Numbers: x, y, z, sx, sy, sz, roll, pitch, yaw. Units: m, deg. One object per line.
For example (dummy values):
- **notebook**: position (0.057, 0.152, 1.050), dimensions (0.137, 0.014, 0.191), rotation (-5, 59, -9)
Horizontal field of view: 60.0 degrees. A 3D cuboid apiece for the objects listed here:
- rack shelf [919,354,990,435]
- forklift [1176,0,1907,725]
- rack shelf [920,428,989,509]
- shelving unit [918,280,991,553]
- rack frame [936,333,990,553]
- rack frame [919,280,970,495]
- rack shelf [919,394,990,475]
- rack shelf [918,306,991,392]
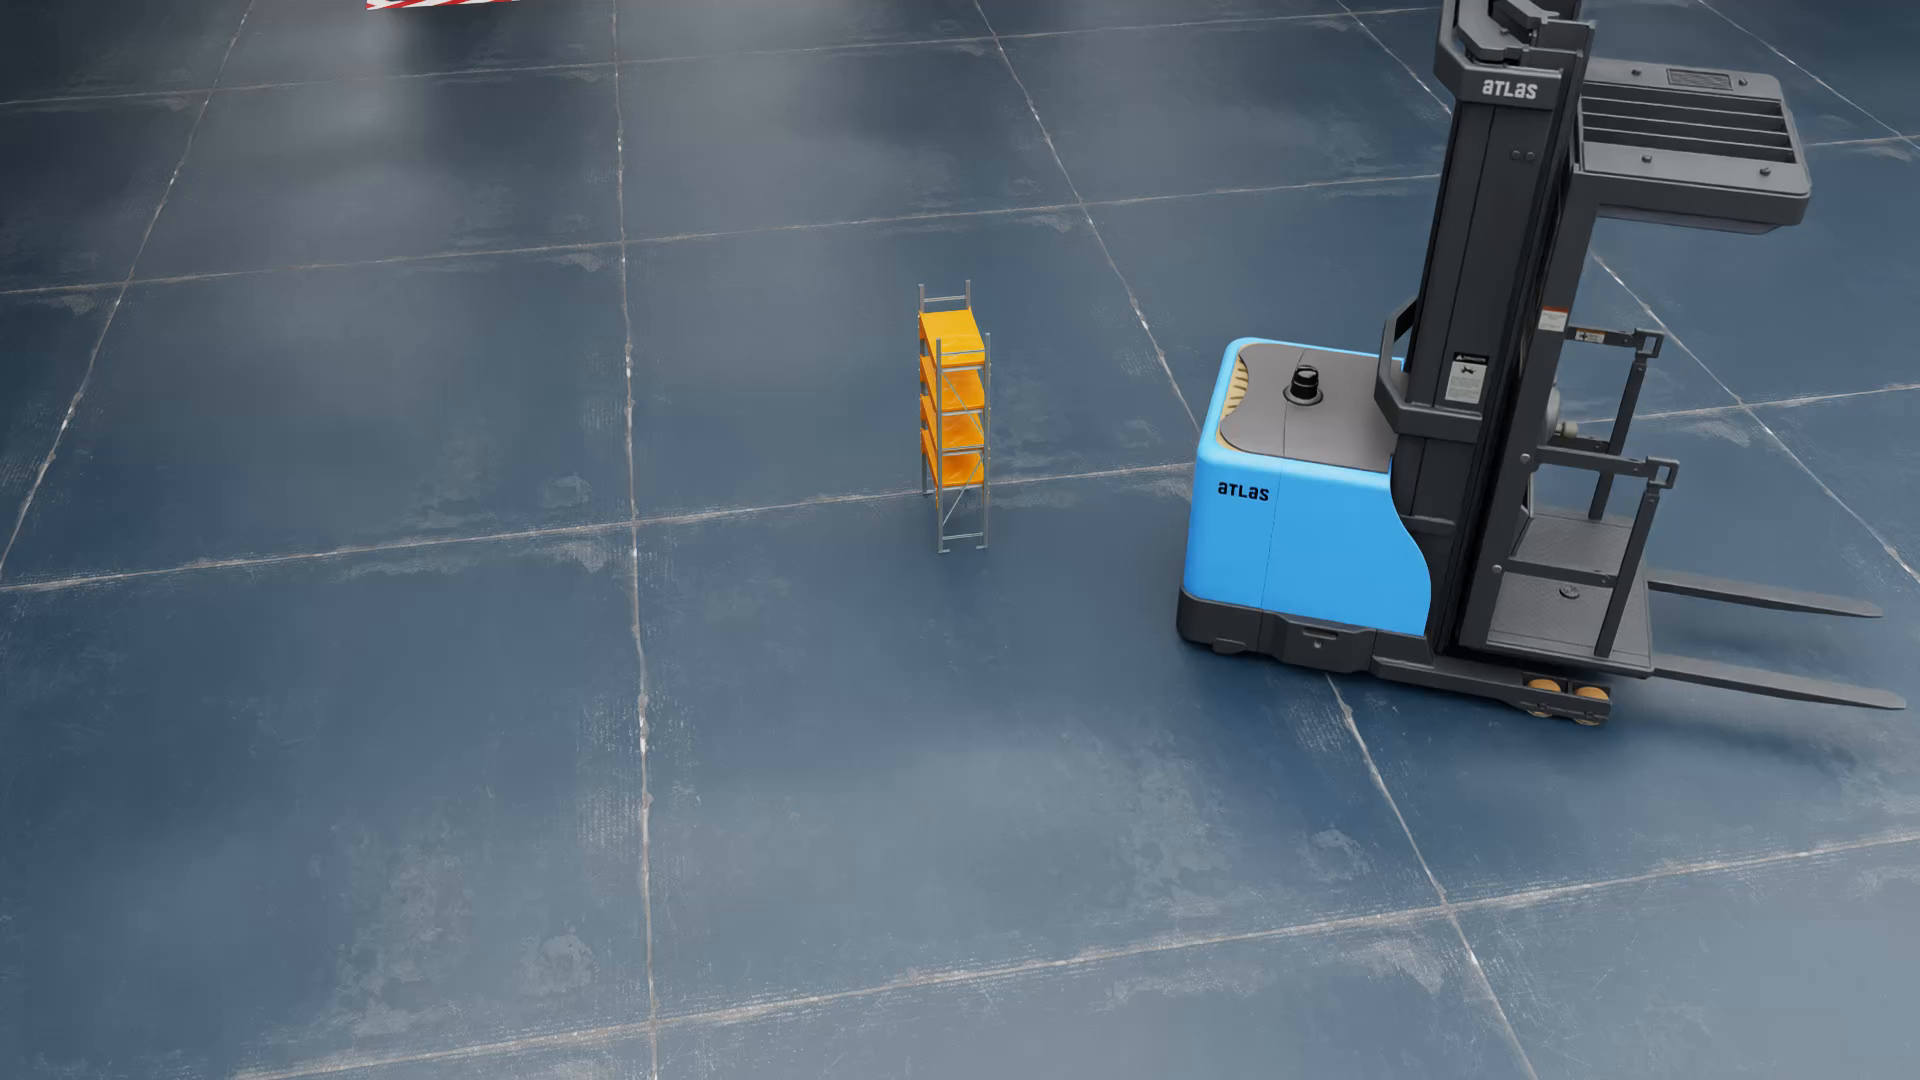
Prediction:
- **rack shelf**: position (-0.029, -0.697, 7.815), dimensions (0.258, 0.148, 0.480), rotation (-6, 38, -8)
- **forklift**: position (2.553, -0.728, 6.698), dimensions (3.031, 2.935, 1.130), rotation (10, 39, 12)
- **rack shelf**: position (-0.029, -0.364, 8.074), dimensions (0.258, 0.148, 0.480), rotation (-6, 38, -8)
- **shelving unit**: position (-0.029, -0.574, 7.911), dimensions (0.258, 1.200, 0.503), rotation (-6, 38, -8)
- **rack frame**: position (0.014, -0.426, 7.721), dimensions (0.240, 1.200, 0.015), rotation (-6, 38, -8)
- **rack frame**: position (-0.072, -0.721, 8.100), dimensions (0.240, 1.200, 0.015), rotation (-6, 38, -8)
- **rack shelf**: position (-0.029, -0.521, 7.952), dimensions (0.258, 0.148, 0.480), rotation (-6, 38, -8)
- **rack shelf**: position (-0.029, -0.884, 7.669), dimensions (0.258, 0.148, 0.480), rotation (-6, 38, -8)
